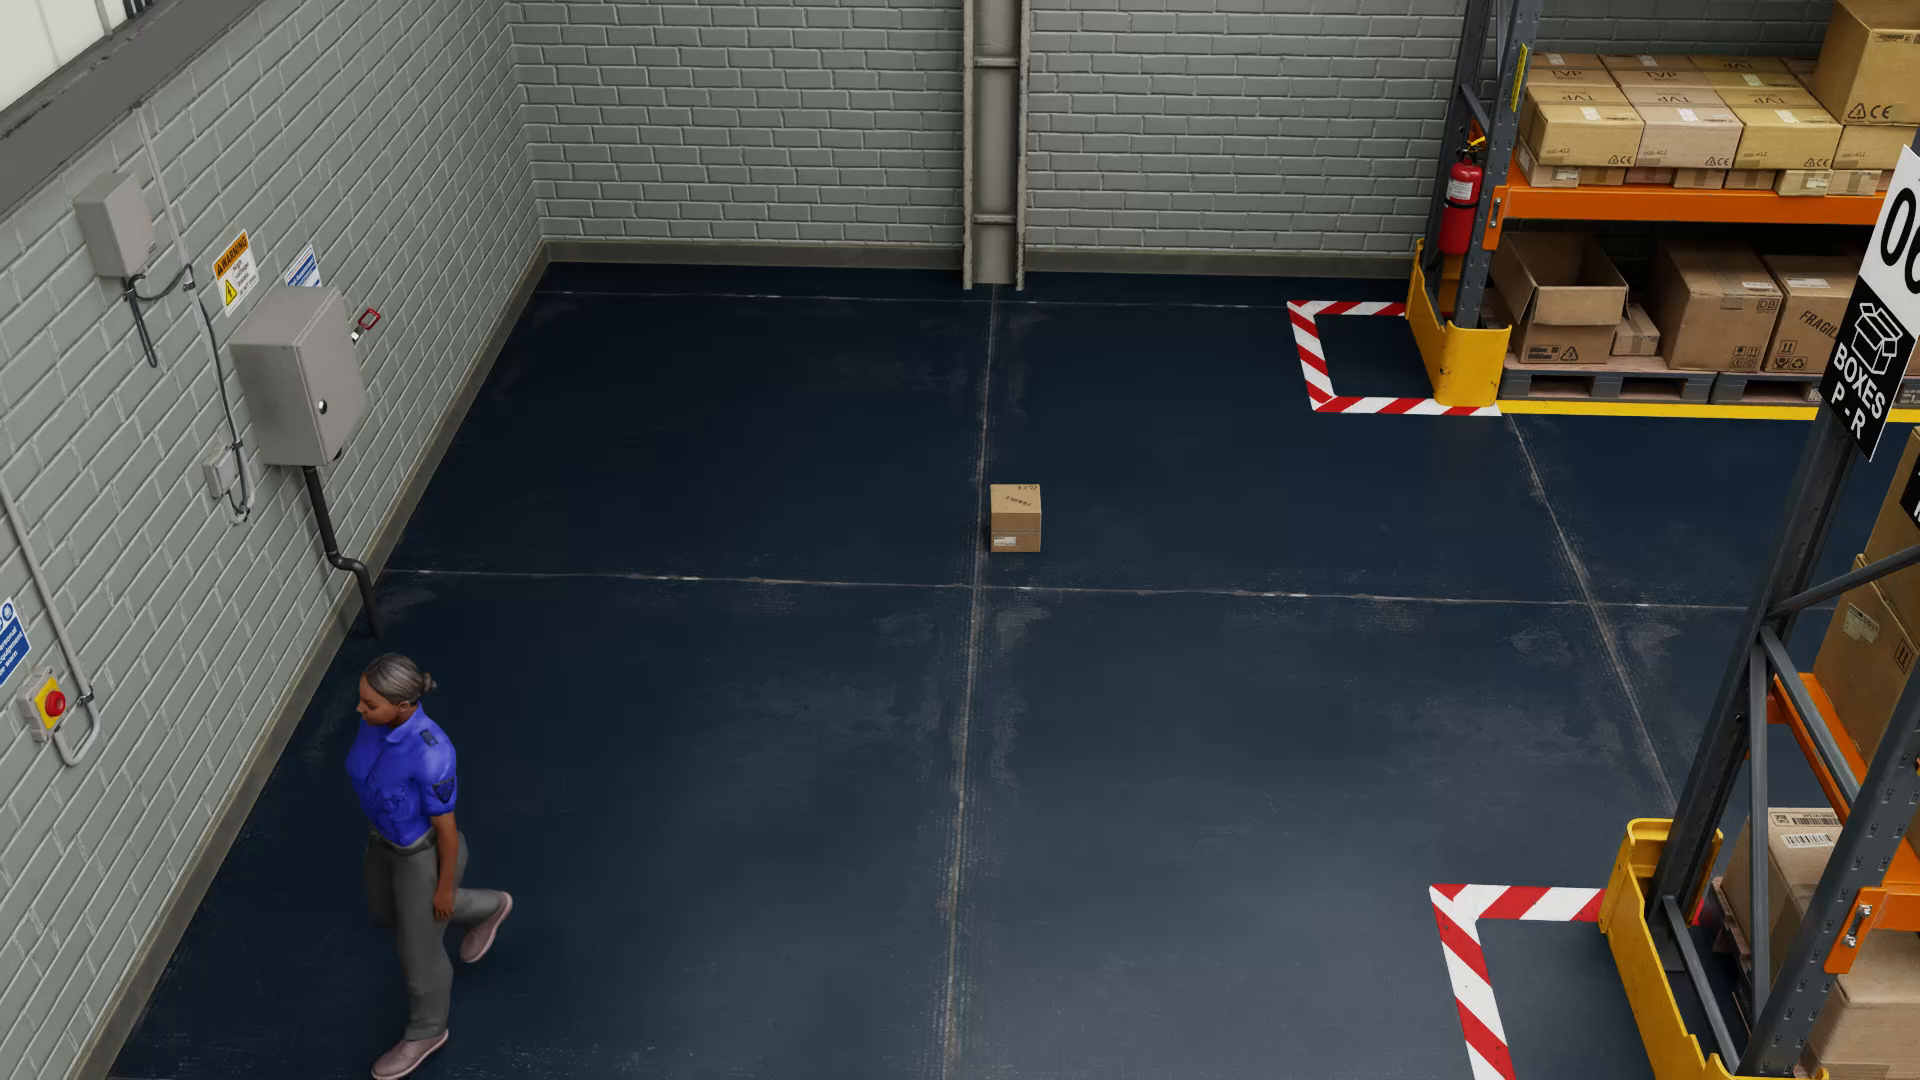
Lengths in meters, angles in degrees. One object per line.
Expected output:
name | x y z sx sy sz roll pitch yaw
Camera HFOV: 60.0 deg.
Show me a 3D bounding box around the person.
person | -1.868 1.060 5.643 0.461 1.632 0.732 30 45 35
